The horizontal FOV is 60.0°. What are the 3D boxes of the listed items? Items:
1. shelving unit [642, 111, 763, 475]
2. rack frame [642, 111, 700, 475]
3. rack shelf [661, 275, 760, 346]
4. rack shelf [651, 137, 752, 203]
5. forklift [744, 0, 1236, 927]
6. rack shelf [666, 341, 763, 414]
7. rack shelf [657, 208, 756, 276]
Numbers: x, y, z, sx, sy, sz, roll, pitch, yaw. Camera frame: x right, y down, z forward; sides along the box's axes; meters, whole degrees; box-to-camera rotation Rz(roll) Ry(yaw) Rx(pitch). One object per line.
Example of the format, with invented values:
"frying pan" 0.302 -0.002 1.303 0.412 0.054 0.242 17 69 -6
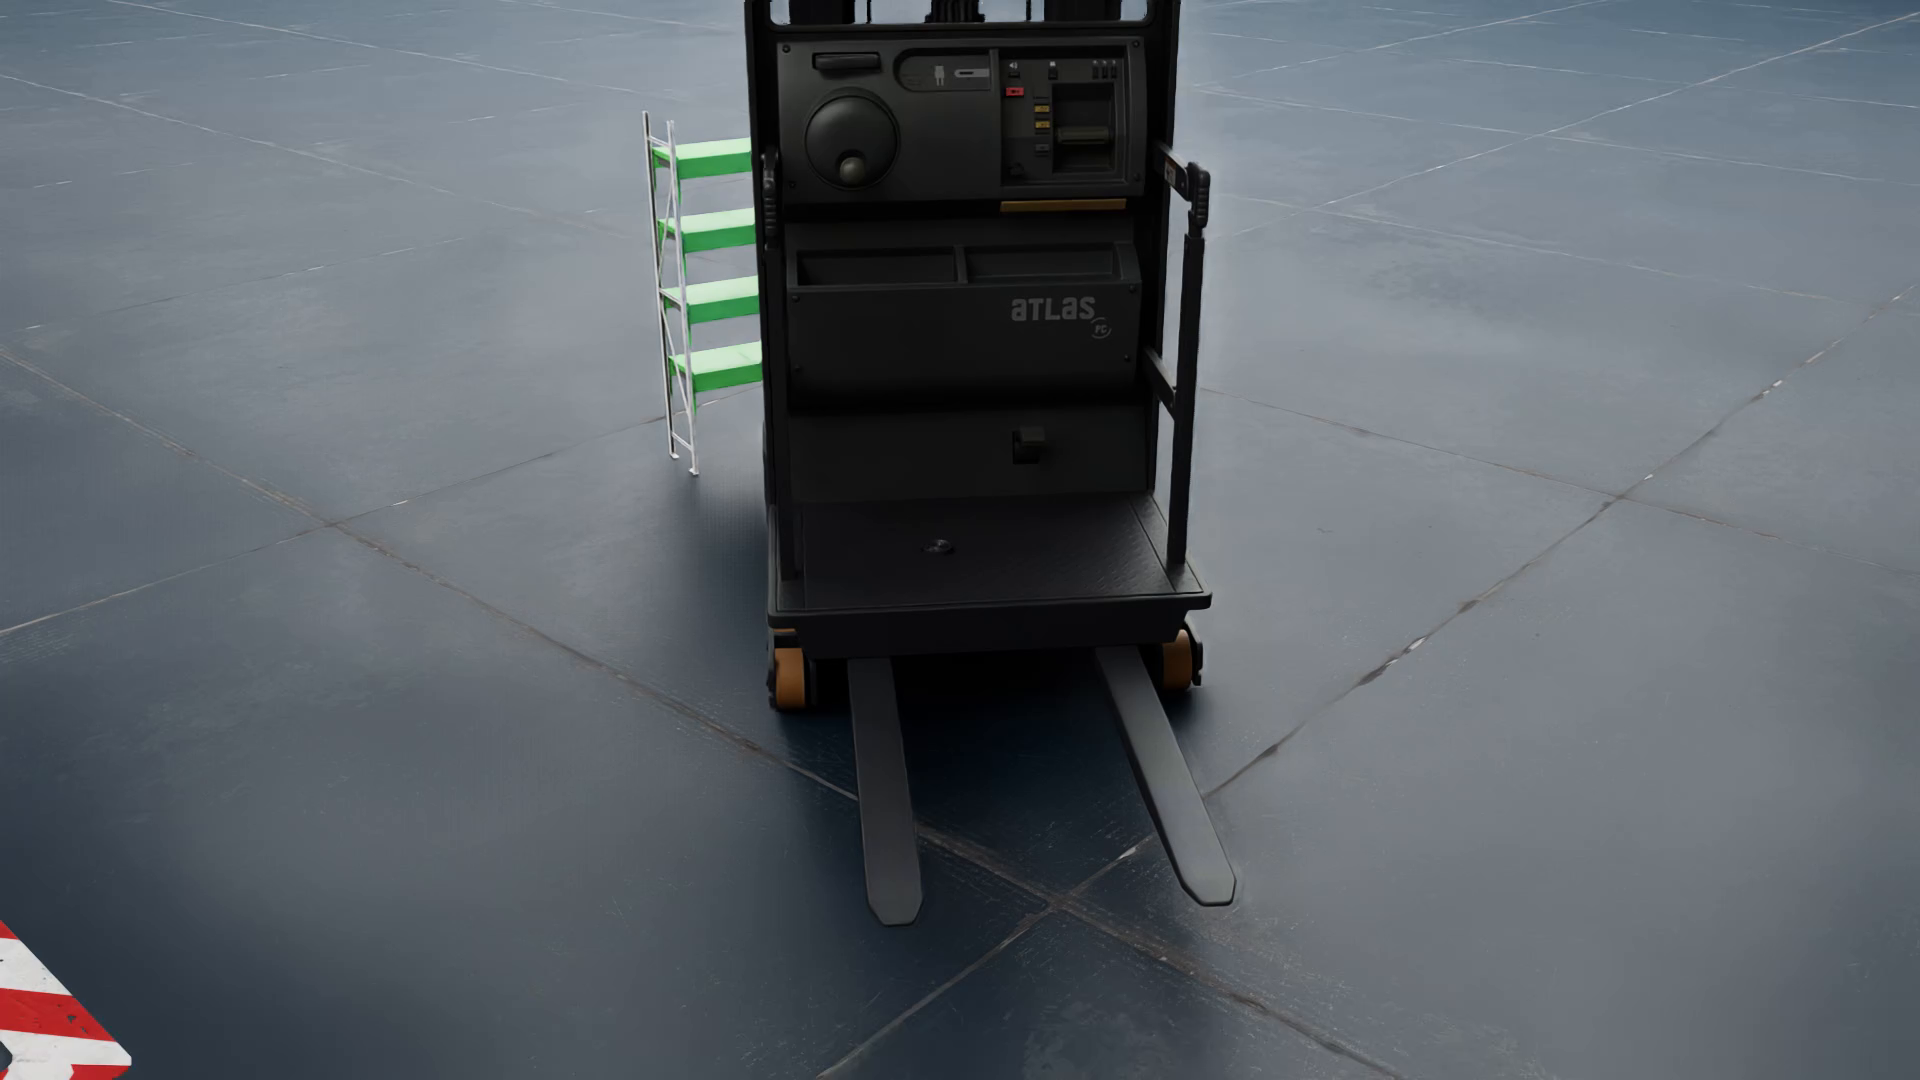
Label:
"shelving unit" -0.761 -0.866 5.711 0.503 1.200 0.258 -14 27 -28
"rack frame" -0.971 -0.815 5.598 0.015 1.200 0.240 -14 27 -28
"rack shelf" -0.760 -0.807 5.737 0.480 0.148 0.258 -14 27 -28
"rack shelf" -0.763 -1.247 5.544 0.480 0.148 0.258 -14 27 -28
"forklift" 0.033 -1.046 3.999 1.130 2.935 3.031 -2 24 -5
"rack shelf" -0.759 -0.587 5.833 0.480 0.148 0.258 -14 27 -28
"rack shelf" -0.762 -1.027 5.640 0.480 0.148 0.258 -14 27 -28
